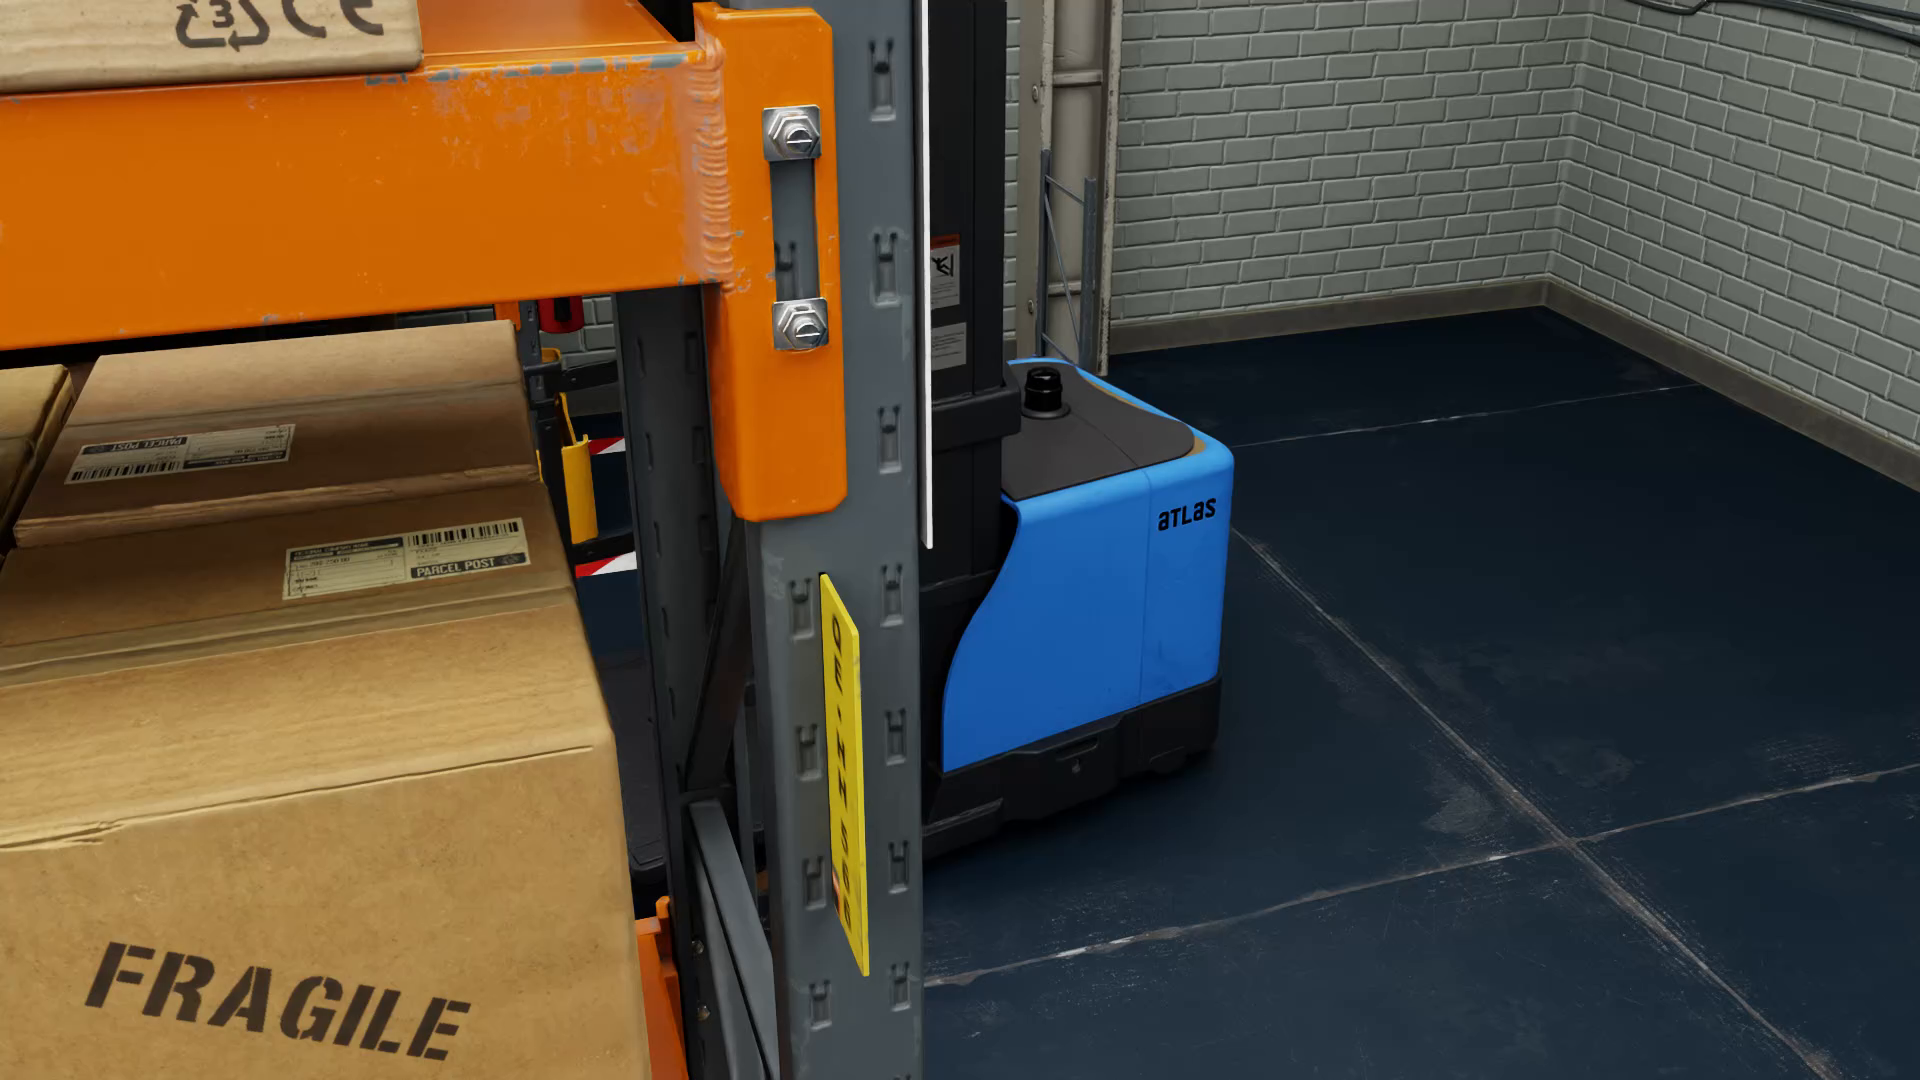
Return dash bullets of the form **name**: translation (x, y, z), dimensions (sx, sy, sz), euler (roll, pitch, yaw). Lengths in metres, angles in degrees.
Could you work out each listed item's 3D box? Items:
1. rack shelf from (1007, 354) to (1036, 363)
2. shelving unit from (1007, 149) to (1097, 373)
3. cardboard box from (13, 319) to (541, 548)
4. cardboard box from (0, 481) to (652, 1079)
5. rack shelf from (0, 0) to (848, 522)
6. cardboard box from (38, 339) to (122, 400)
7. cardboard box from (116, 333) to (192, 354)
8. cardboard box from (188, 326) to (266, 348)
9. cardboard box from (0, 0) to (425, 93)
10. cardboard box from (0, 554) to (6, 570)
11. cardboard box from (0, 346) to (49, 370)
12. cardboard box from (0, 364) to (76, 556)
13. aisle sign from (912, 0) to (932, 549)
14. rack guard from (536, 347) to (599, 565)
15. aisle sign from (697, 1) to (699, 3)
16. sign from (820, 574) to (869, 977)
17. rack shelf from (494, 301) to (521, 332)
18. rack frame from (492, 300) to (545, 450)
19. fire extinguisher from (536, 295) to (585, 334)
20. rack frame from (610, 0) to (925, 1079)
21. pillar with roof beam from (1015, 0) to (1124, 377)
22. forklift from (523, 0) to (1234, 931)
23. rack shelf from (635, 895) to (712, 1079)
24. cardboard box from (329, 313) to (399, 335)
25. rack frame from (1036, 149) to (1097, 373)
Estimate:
- **rack shelf**: translation (-0.081, -0.499, 6.473), dimensions (1.000, 0.185, 0.538), euler (-8, 28, -16)
- **shelving unit**: translation (-0.081, -0.660, 6.393), dimensions (1.048, 1.500, 0.538), euler (-8, 28, -16)
- **cardboard box**: translation (-0.748, 0.072, 1.994), dimensions (0.500, 0.500, 0.500), euler (-7, 27, -15)
- **cardboard box**: translation (-0.583, 0.300, 1.535), dimensions (0.500, 0.500, 0.500), euler (-8, 28, -17)
- **rack shelf**: translation (-2.146, -0.131, 1.076), dimensions (4.000, 0.370, 1.077), euler (-8, 28, -16)
- **cardboard box**: translation (-3.321, -0.661, 6.318), dimensions (0.250, 0.149, 0.380), euler (-8, 27, -15)
- **cardboard box**: translation (-3.080, -0.696, 6.389), dimensions (0.250, 0.149, 0.380), euler (-8, 28, -16)
- **cardboard box**: translation (-2.841, -0.731, 6.458), dimensions (0.250, 0.149, 0.380), euler (-8, 28, -16)
- **cardboard box**: translation (-0.652, -0.479, 1.137), dimensions (0.500, 0.250, 0.500), euler (-8, 28, -16)
- **cardboard box**: translation (-1.063, 0.370, 1.394), dimensions (0.500, 0.500, 0.500), euler (-7, 27, -15)
- **cardboard box**: translation (-3.565, -0.626, 6.246), dimensions (0.250, 0.149, 0.380), euler (-8, 27, -16)
- **cardboard box**: translation (-1.243, 0.147, 1.843), dimensions (0.500, 0.500, 0.500), euler (-8, 27, -16)
- **aisle sign**: translation (-0.085, -0.429, 1.317), dimensions (0.004, 0.787, 0.394), euler (-8, 28, -16)
- **rack guard**: translation (-1.759, -0.362, 6.918), dimensions (0.348, 0.500, 1.175), euler (-8, 28, -16)
- **aisle sign**: translation (-0.271, -0.683, 1.828), dimensions (0.004, 0.787, 0.394), euler (-8, 28, -16)
- **sign**: translation (-0.092, 0.192, 1.332), dimensions (0.005, 0.325, 0.100), euler (-8, 28, -16)
- **rack shelf**: translation (-3.684, -0.881, 5.961), dimensions (4.000, 0.370, 1.077), euler (-8, 28, -16)
- **rack frame**: translation (-1.782, -1.479, 6.355), dimensions (0.127, 3.000, 1.000), euler (-8, 28, -16)
- **fire extinguisher**: translation (-1.496, -1.103, 6.104), dimensions (0.183, 0.674, 0.296), euler (-8, 28, -16)
- **rack frame**: translation (-0.246, 0.614, 2.140), dimensions (0.053, 2.616, 0.949), euler (-8, 28, -16)
- **pillar with roof beam**: translation (1.850, -3.083, 2.840), dimensions (0.400, 9.000, 9.100), euler (-8, 28, -16)
- **forklift**: translation (-0.700, -0.461, 4.383), dimensions (3.031, 2.935, 1.130), euler (-15, 30, -28)
- **rack shelf**: translation (-2.146, 1.213, 1.743), dimensions (4.000, 0.370, 1.077), euler (-8, 28, -16)
- **cardboard box**: translation (-2.360, -0.801, 6.599), dimensions (0.250, 0.149, 0.380), euler (-8, 28, -16)
- **rack frame**: translation (0.402, -0.730, 6.534), dimensions (0.032, 1.500, 0.500), euler (-8, 28, -16)
